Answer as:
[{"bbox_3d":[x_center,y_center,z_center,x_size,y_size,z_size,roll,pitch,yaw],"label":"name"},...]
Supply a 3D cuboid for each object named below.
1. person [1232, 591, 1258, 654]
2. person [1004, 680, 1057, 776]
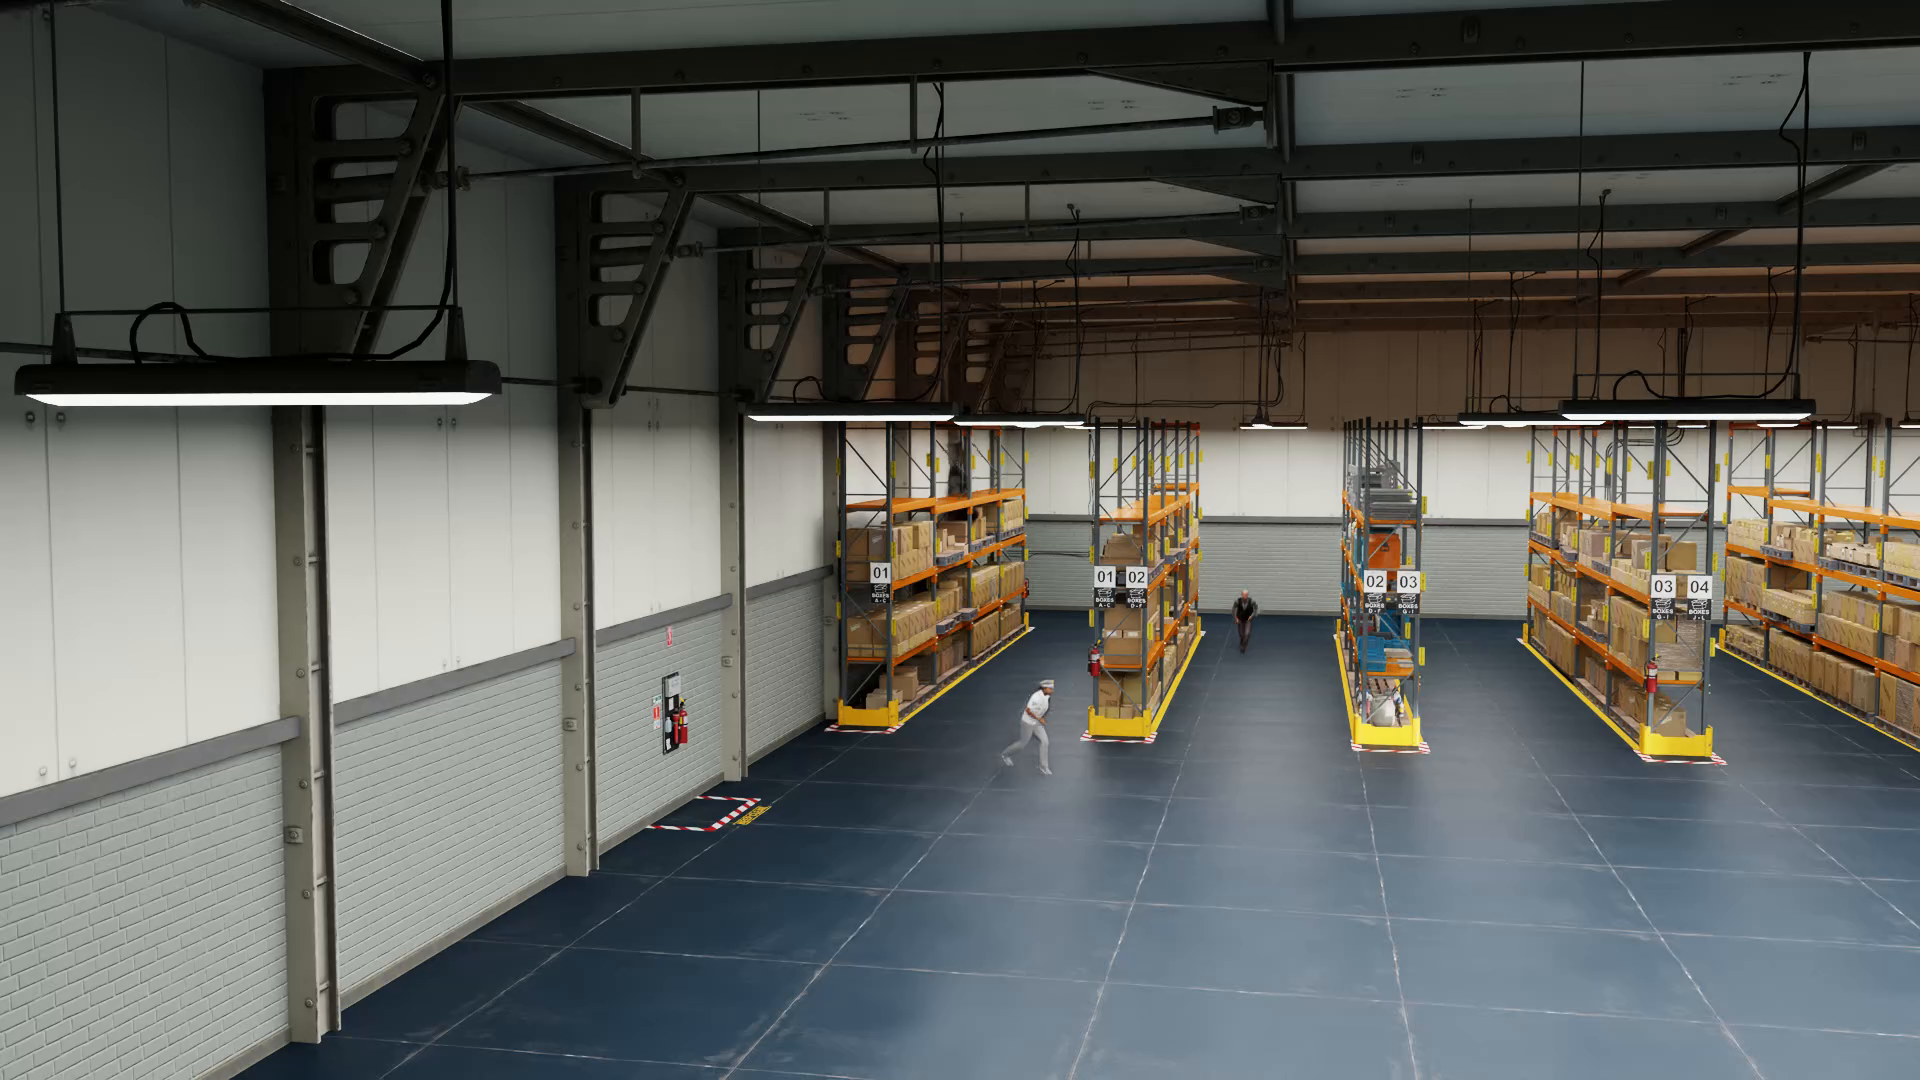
[{"bbox_3d":[7.388,2.120,43.151,0.653,1.660,0.754,0,4,6],"label":"person"},{"bbox_3d":[1.194,3.131,27.993,0.965,1.630,0.600,2,4,25],"label":"person"}]
